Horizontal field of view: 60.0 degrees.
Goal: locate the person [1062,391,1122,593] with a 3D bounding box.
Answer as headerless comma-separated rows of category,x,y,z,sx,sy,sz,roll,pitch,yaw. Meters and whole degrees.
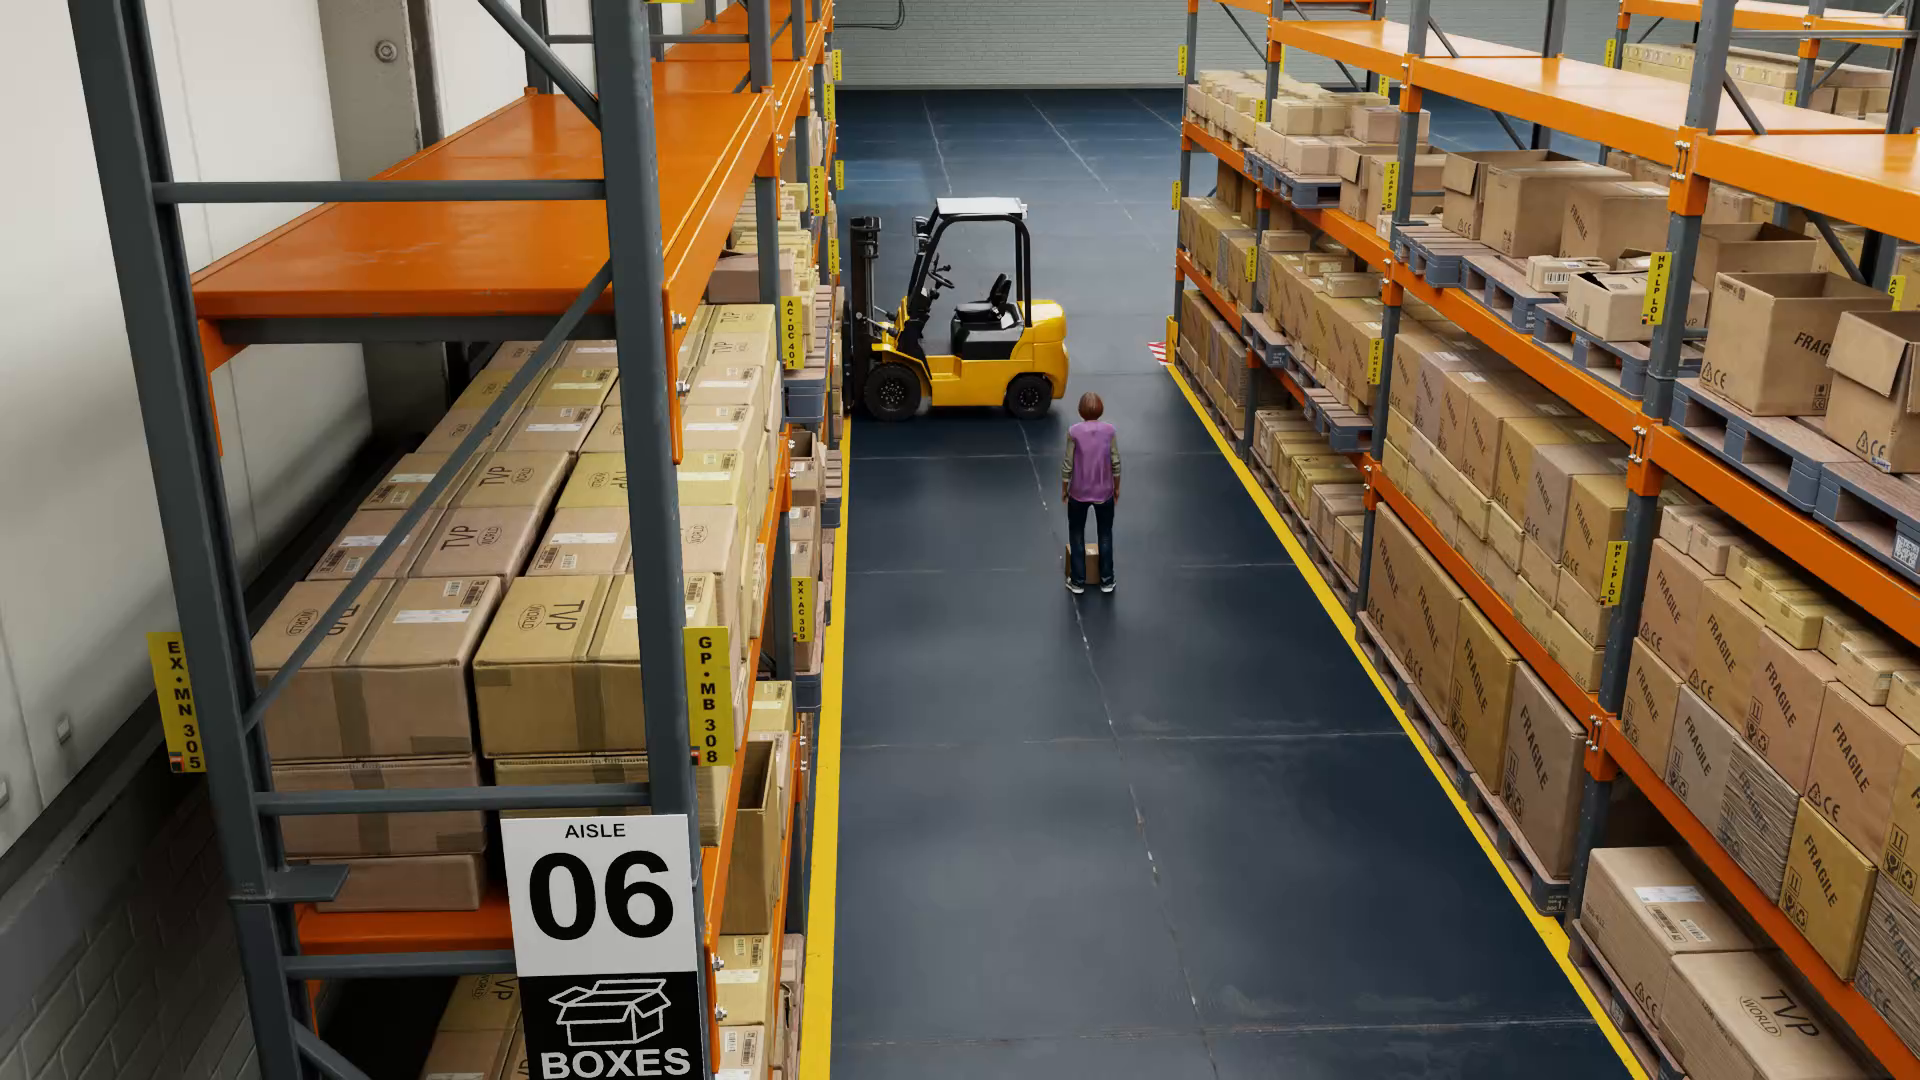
person,1.009,-0.354,12.828,0.461,1.593,0.343,-1,21,-3
